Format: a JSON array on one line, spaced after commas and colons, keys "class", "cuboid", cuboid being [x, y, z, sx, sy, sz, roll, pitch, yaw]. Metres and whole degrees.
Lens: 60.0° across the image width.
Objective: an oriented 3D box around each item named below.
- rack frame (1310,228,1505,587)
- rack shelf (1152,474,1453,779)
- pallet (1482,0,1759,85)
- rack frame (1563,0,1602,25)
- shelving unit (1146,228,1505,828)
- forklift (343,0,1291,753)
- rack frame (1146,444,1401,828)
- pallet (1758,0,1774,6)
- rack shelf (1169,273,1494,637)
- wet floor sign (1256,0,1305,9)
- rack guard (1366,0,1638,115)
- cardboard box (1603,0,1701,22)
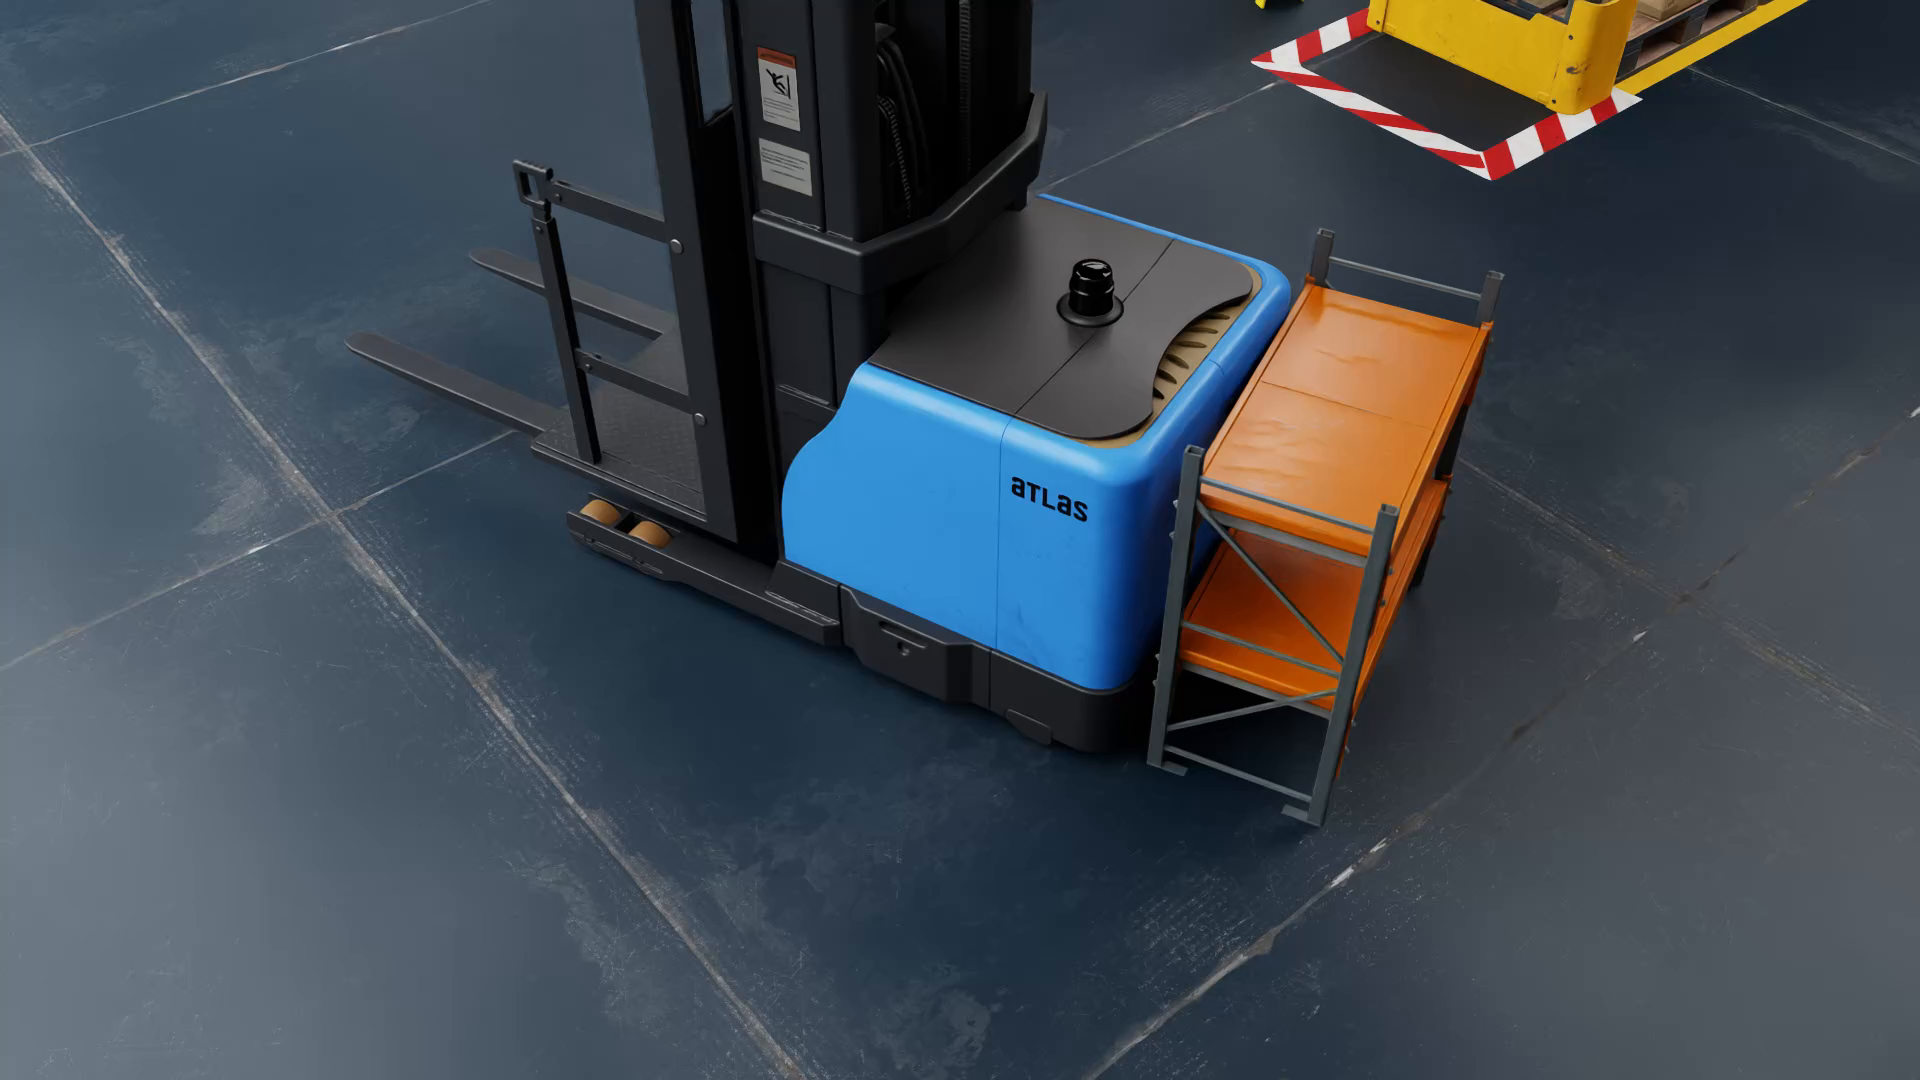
[{"class": "rack frame", "cuboid": [1.194, -0.351, 4.802, 0.500, 1.125, 0.032, 19, 46, 19]}, {"class": "rack shelf", "cuboid": [0.970, 0.139, 4.637, 0.538, 0.278, 1.000, 19, 46, 19]}, {"class": "pallet", "cuboid": [3.043, -2.622, 7.888, 1.213, 0.211, 1.003, -30, 51, -28]}, {"class": "rack frame", "cuboid": [2.339, -3.267, 6.537, 0.127, 3.000, 1.000, -30, 51, -28]}, {"class": "shelving unit", "cuboid": [0.970, -0.039, 4.470, 0.538, 1.125, 1.048, 19, 46, 19]}, {"class": "forklift", "cuboid": [-0.625, -1.247, 4.437, 3.031, 2.935, 1.130, 22, 48, 22]}, {"class": "rack frame", "cuboid": [0.745, 0.273, 4.137, 0.500, 1.125, 0.032, 19, 46, 19]}, {"class": "pallet", "cuboid": [3.978, -3.155, 8.455, 1.213, 0.211, 1.003, -30, 51, -28]}, {"class": "rack shelf", "cuboid": [0.970, -0.252, 4.269, 0.538, 0.278, 1.000, 19, 46, 19]}, {"class": "wet floor sign", "cuboid": [1.507, -2.887, 7.853, 0.232, 0.644, 0.267, -14, 45, -14]}, {"class": "rack guard", "cuboid": [2.397, -2.389, 7.429, 0.348, 0.500, 1.175, -30, 51, -28]}, {"class": "cardboard box", "cuboid": [3.135, -2.627, 7.558, 0.500, 0.250, 0.500, -30, 51, -28]}]
